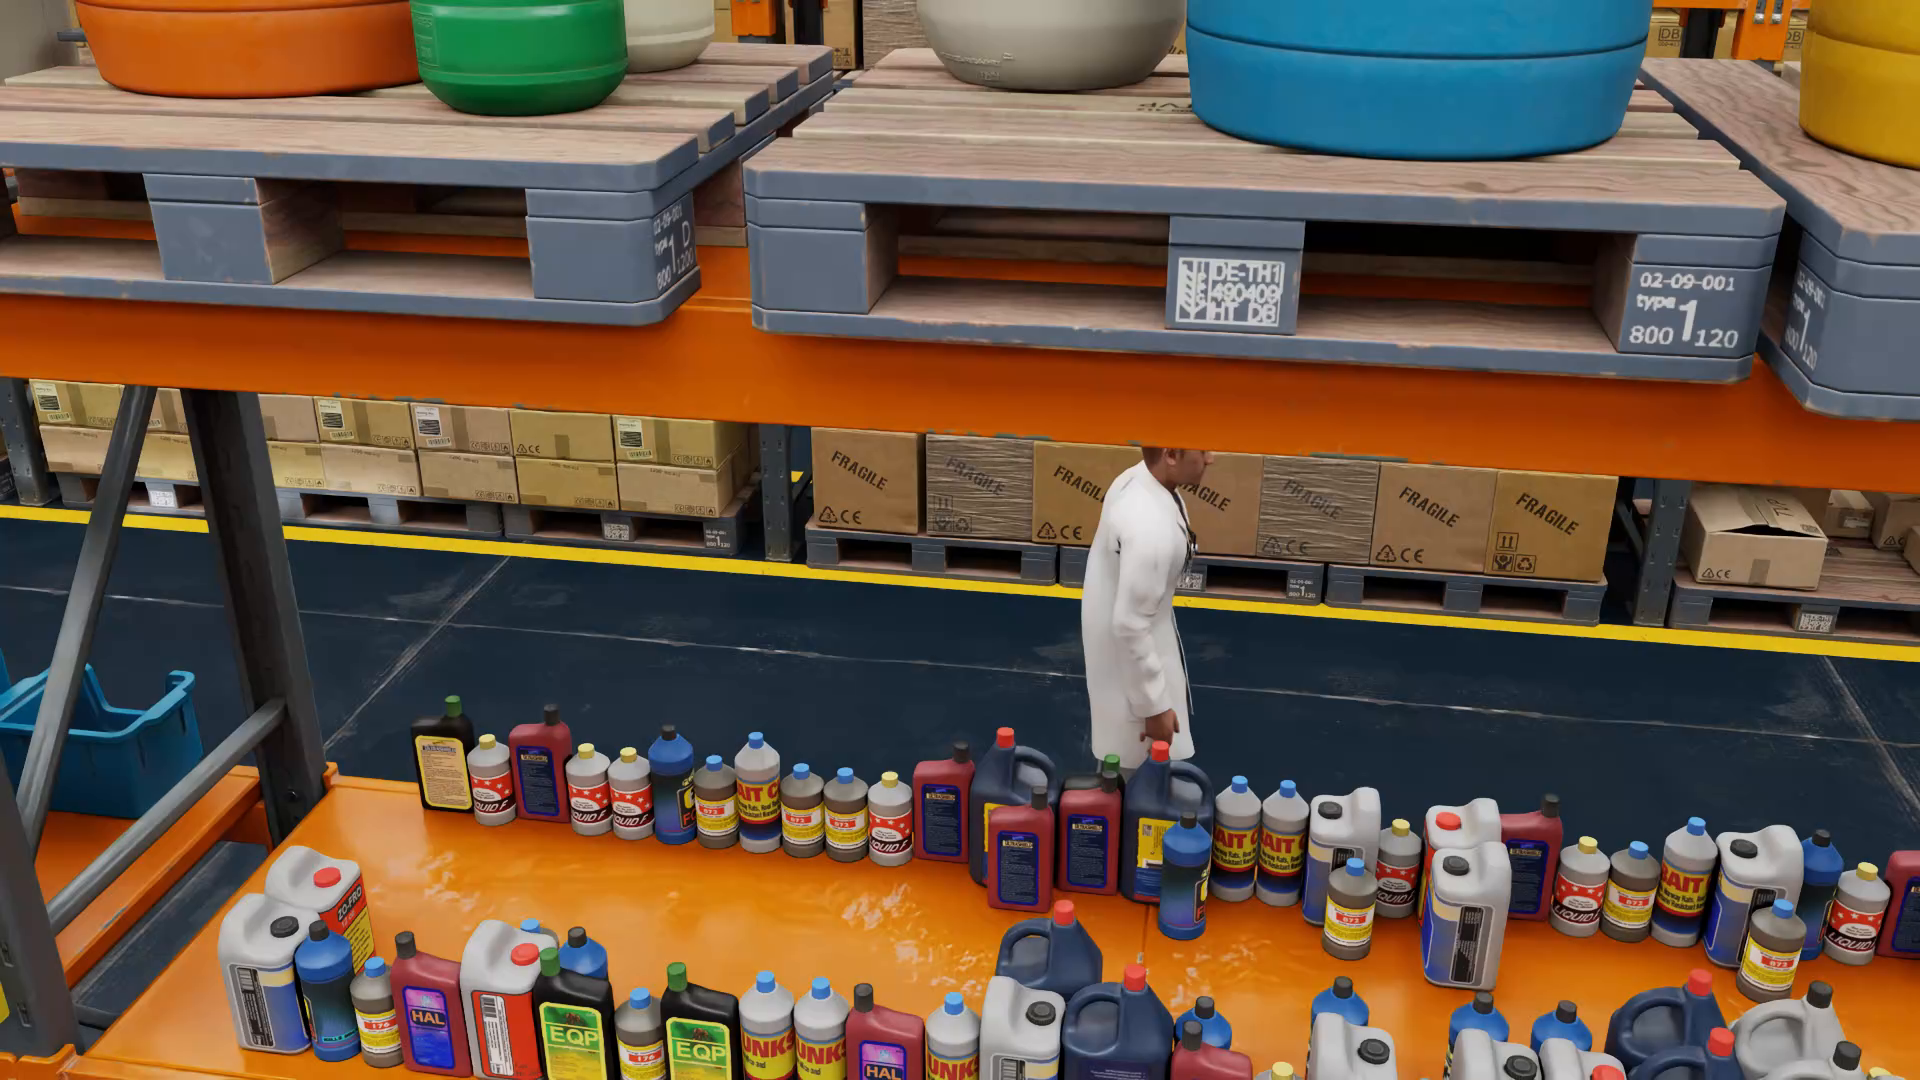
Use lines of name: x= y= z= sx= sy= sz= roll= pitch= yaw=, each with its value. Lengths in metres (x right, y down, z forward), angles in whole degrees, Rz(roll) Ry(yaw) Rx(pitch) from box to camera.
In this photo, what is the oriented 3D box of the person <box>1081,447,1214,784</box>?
person: x=0.583 y=0.411 z=5.226 sx=0.416 sy=1.774 sz=0.656 roll=3 pitch=25 yaw=7
